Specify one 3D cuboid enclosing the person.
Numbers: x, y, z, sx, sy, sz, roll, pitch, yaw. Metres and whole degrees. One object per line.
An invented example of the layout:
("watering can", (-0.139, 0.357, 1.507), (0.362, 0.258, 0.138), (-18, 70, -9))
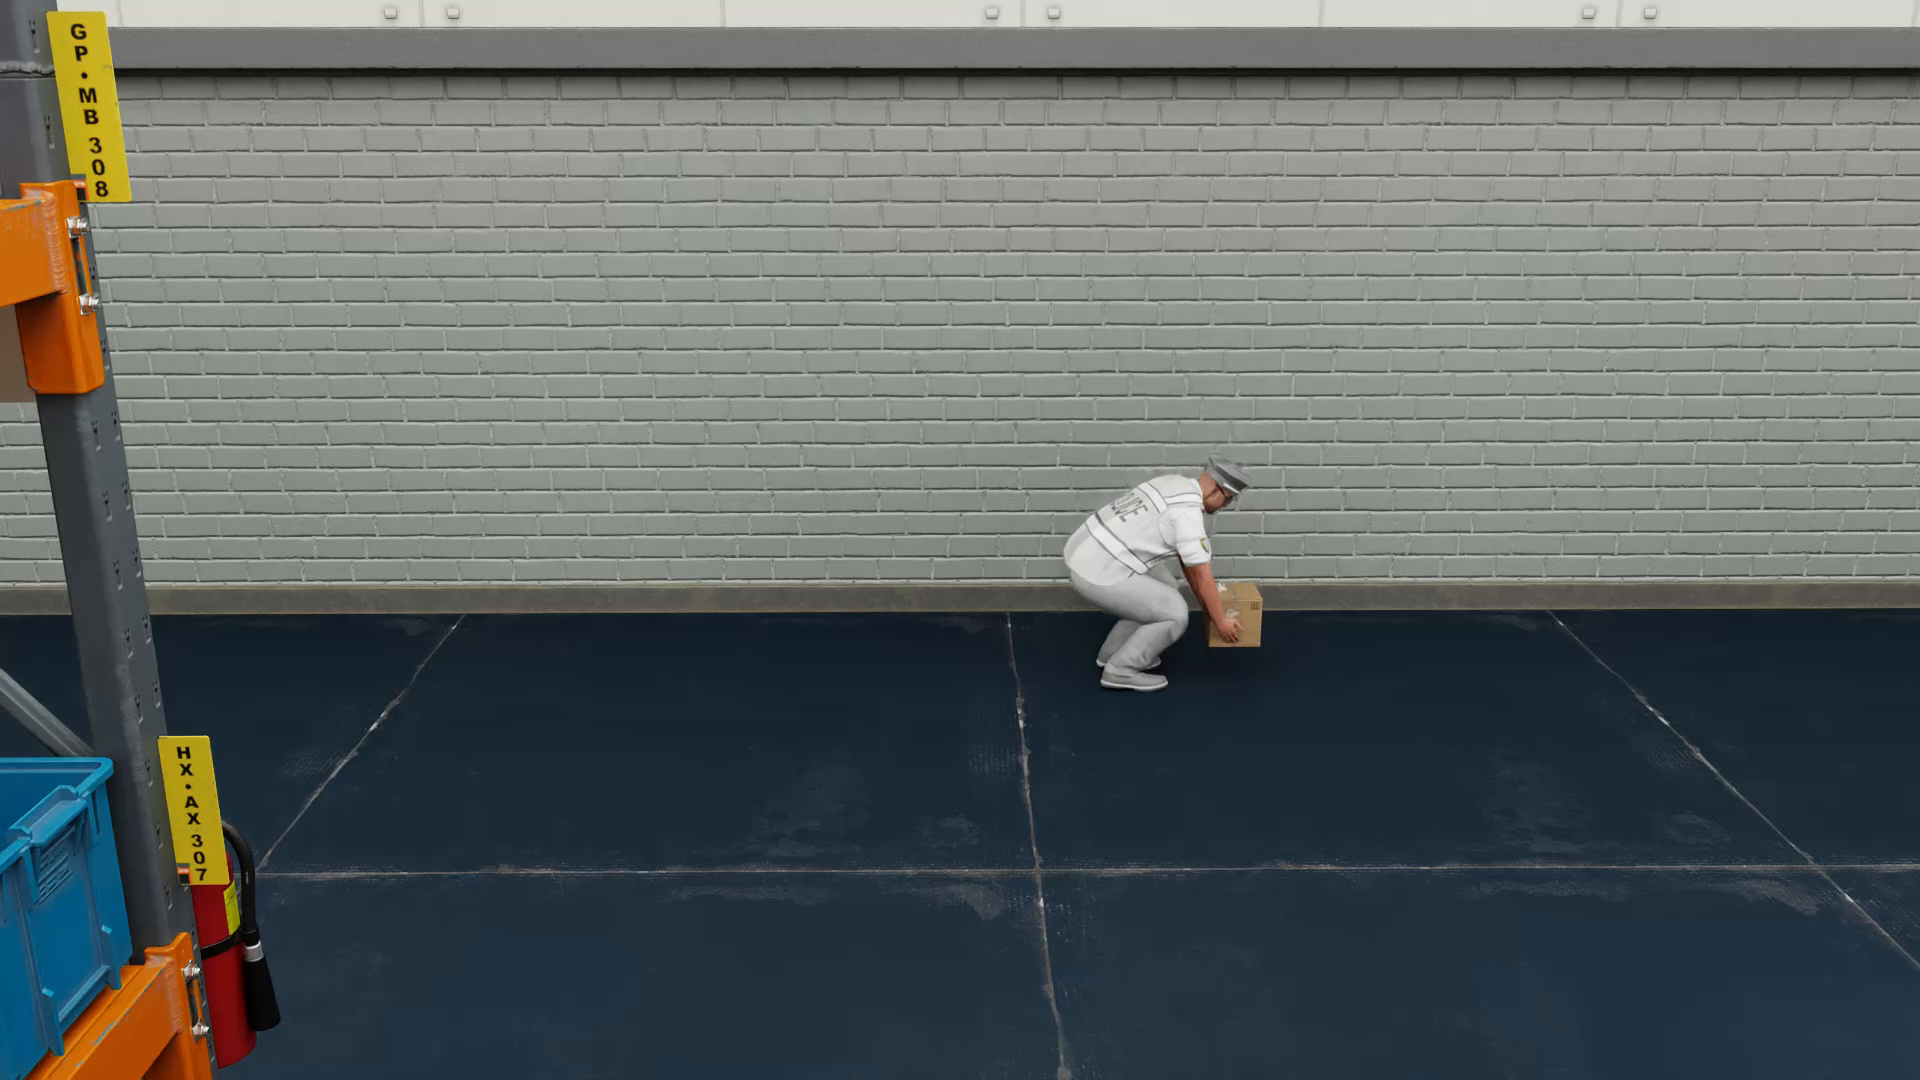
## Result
("person", (0.962, 0.138, 8.169), (0.912, 1.121, 0.576), (0, 17, -1))
